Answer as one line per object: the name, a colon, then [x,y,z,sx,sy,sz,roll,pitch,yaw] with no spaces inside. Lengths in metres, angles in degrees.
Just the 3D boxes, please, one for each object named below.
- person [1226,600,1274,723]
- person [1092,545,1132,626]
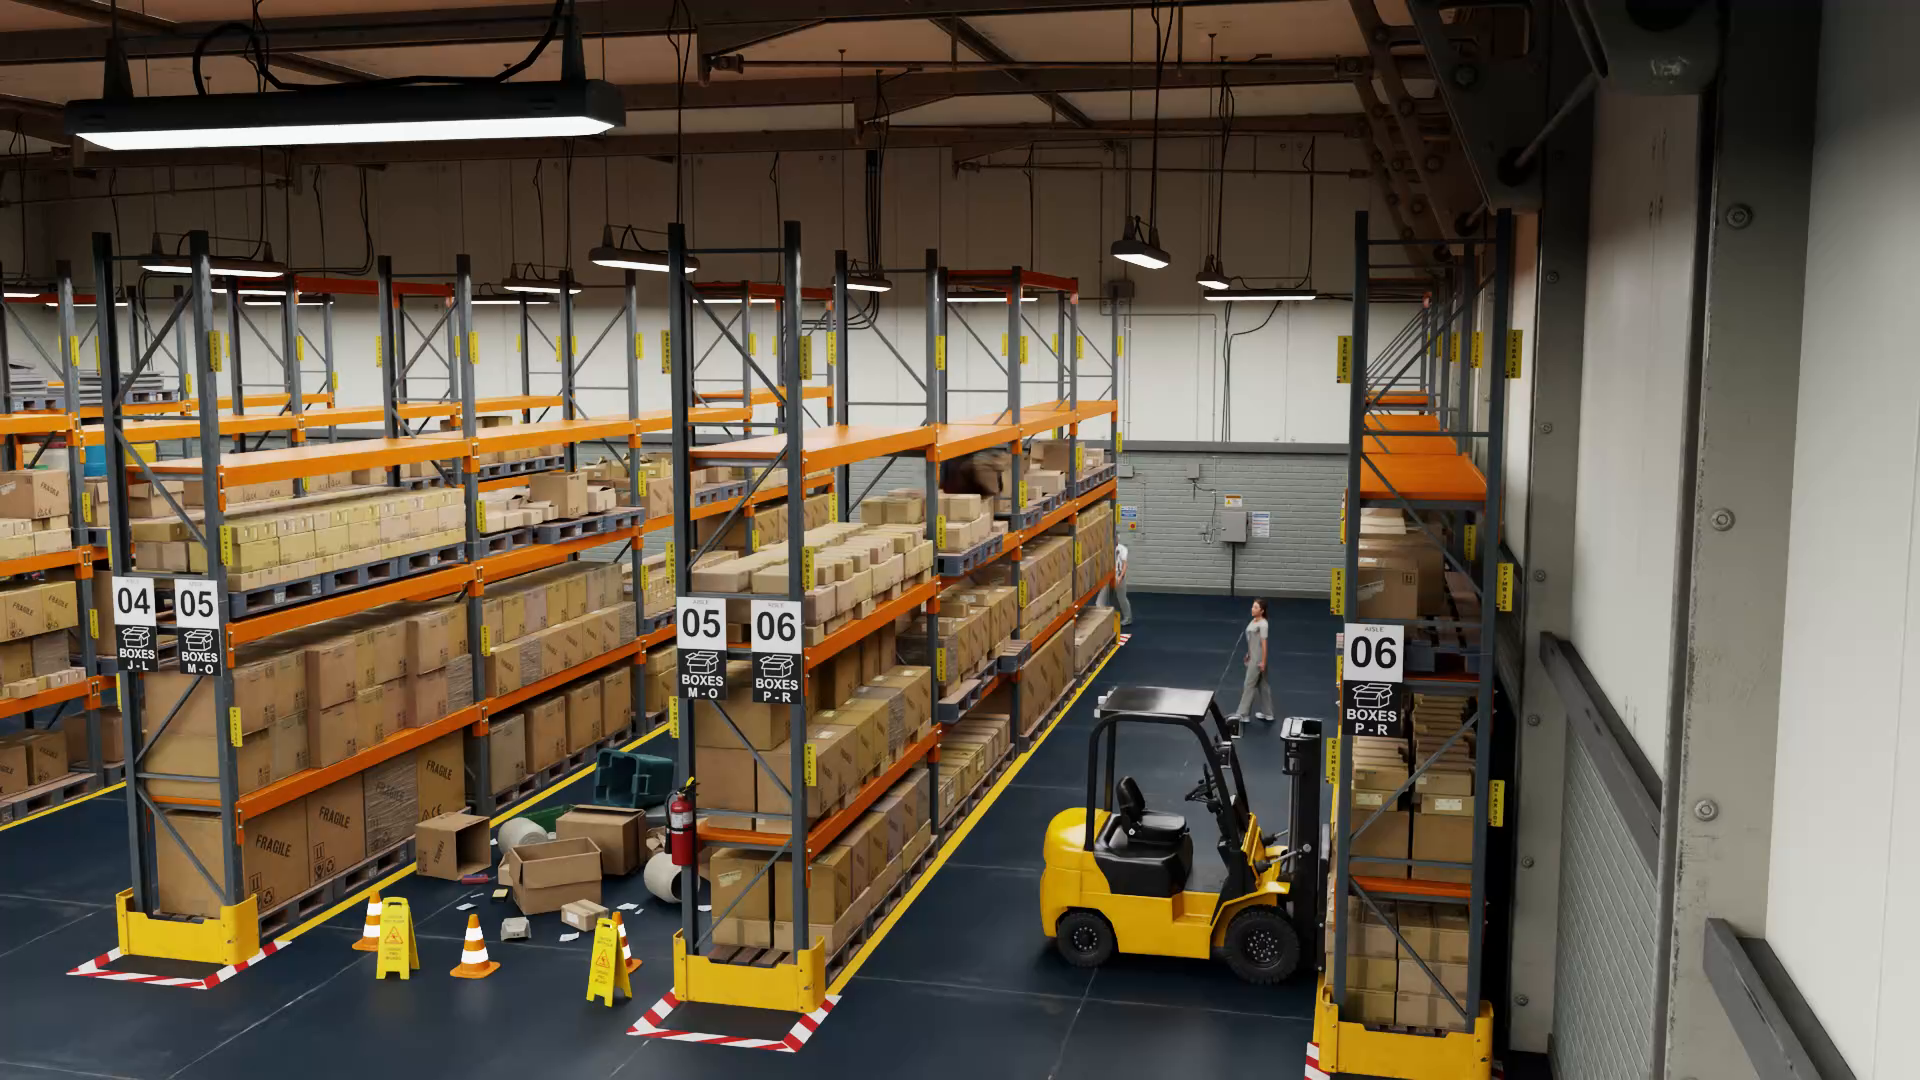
person: [3.938,1.634,22.431,0.601,1.653,0.591,2,7,16]
person: [2.611,0.690,29.669,0.990,1.719,0.627,-4,8,-30]
